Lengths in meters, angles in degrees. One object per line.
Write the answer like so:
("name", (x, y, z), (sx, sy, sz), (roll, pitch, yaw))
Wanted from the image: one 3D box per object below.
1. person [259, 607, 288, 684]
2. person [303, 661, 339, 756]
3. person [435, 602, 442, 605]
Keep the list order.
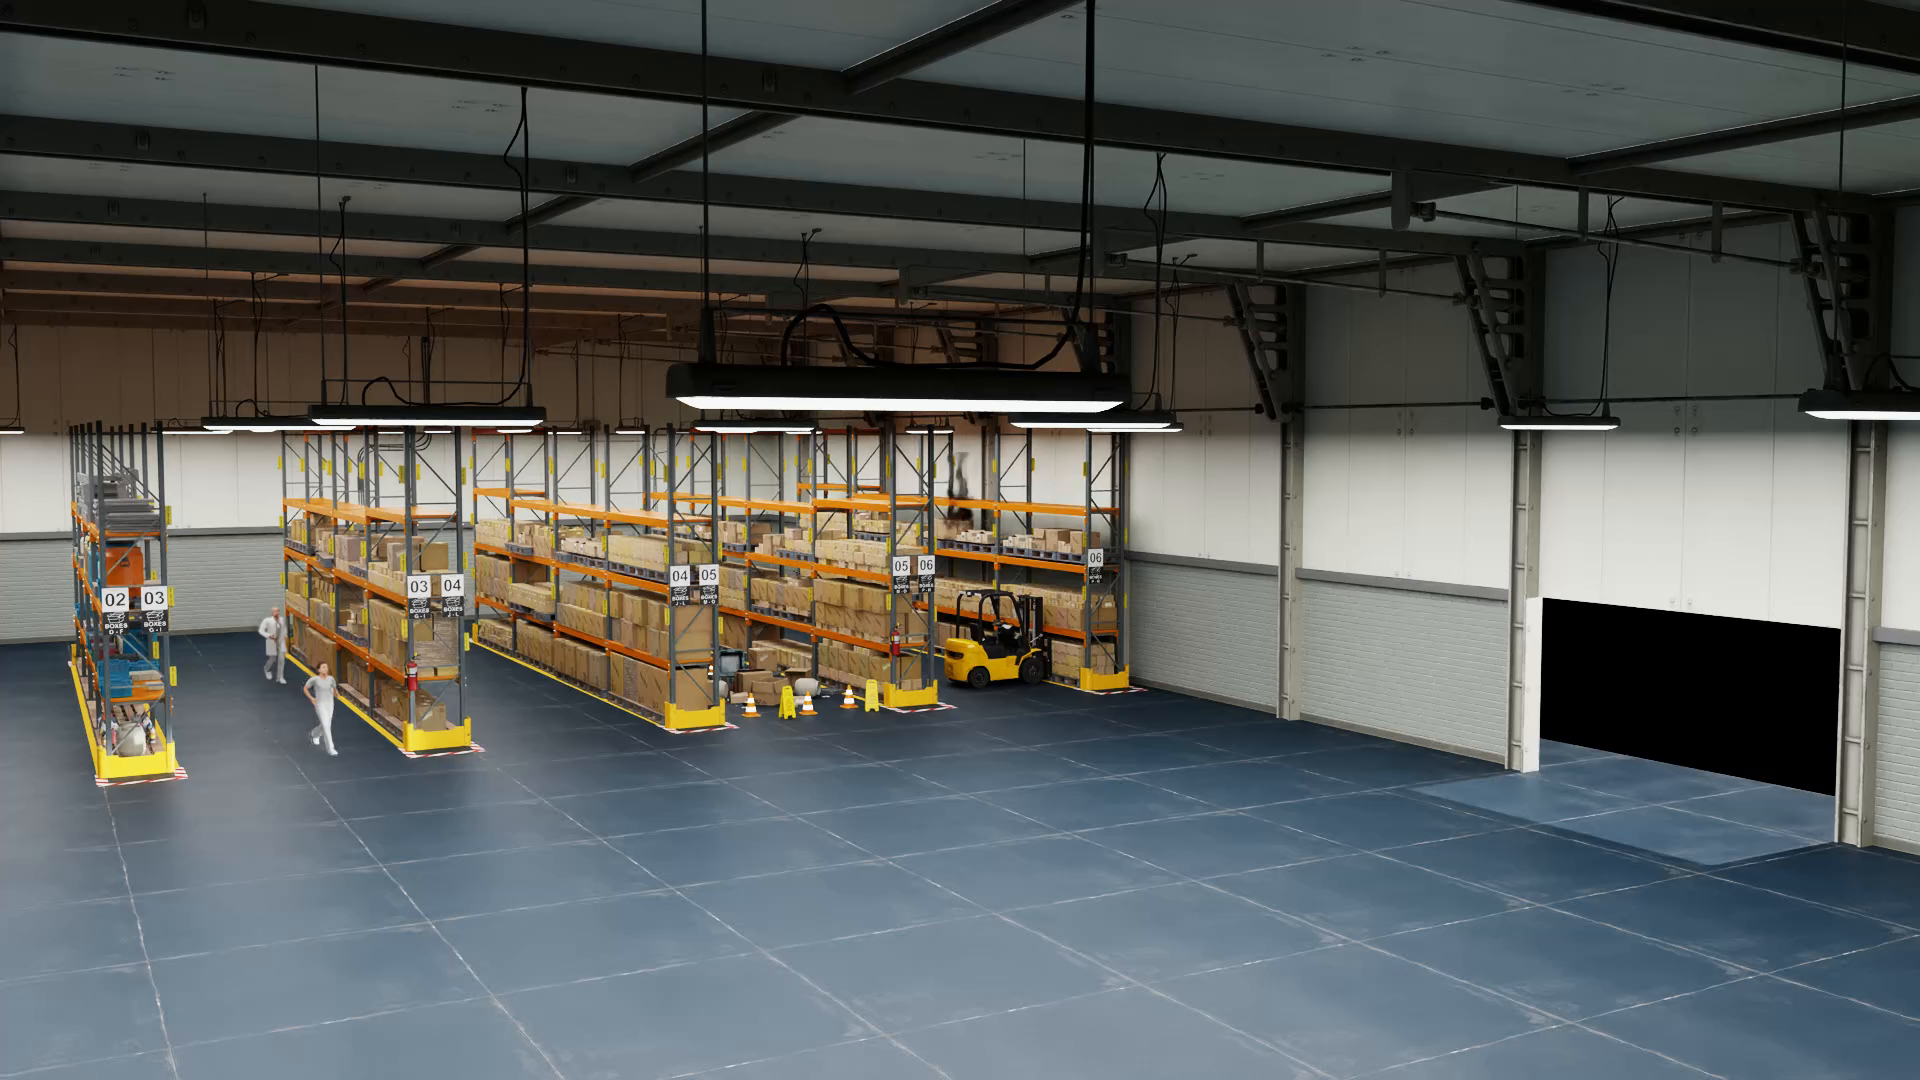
("person", (-16.001, 2.545, 38.827), (0.712, 1.572, 0.955), (-3, 5, -43))
("person", (-11.558, 3.028, 30.152), (0.930, 1.675, 0.569), (3, 5, 39))
("person", (-14.716, 2.046, 46.234), (0.706, 1.659, 0.530), (1, 4, 18))
